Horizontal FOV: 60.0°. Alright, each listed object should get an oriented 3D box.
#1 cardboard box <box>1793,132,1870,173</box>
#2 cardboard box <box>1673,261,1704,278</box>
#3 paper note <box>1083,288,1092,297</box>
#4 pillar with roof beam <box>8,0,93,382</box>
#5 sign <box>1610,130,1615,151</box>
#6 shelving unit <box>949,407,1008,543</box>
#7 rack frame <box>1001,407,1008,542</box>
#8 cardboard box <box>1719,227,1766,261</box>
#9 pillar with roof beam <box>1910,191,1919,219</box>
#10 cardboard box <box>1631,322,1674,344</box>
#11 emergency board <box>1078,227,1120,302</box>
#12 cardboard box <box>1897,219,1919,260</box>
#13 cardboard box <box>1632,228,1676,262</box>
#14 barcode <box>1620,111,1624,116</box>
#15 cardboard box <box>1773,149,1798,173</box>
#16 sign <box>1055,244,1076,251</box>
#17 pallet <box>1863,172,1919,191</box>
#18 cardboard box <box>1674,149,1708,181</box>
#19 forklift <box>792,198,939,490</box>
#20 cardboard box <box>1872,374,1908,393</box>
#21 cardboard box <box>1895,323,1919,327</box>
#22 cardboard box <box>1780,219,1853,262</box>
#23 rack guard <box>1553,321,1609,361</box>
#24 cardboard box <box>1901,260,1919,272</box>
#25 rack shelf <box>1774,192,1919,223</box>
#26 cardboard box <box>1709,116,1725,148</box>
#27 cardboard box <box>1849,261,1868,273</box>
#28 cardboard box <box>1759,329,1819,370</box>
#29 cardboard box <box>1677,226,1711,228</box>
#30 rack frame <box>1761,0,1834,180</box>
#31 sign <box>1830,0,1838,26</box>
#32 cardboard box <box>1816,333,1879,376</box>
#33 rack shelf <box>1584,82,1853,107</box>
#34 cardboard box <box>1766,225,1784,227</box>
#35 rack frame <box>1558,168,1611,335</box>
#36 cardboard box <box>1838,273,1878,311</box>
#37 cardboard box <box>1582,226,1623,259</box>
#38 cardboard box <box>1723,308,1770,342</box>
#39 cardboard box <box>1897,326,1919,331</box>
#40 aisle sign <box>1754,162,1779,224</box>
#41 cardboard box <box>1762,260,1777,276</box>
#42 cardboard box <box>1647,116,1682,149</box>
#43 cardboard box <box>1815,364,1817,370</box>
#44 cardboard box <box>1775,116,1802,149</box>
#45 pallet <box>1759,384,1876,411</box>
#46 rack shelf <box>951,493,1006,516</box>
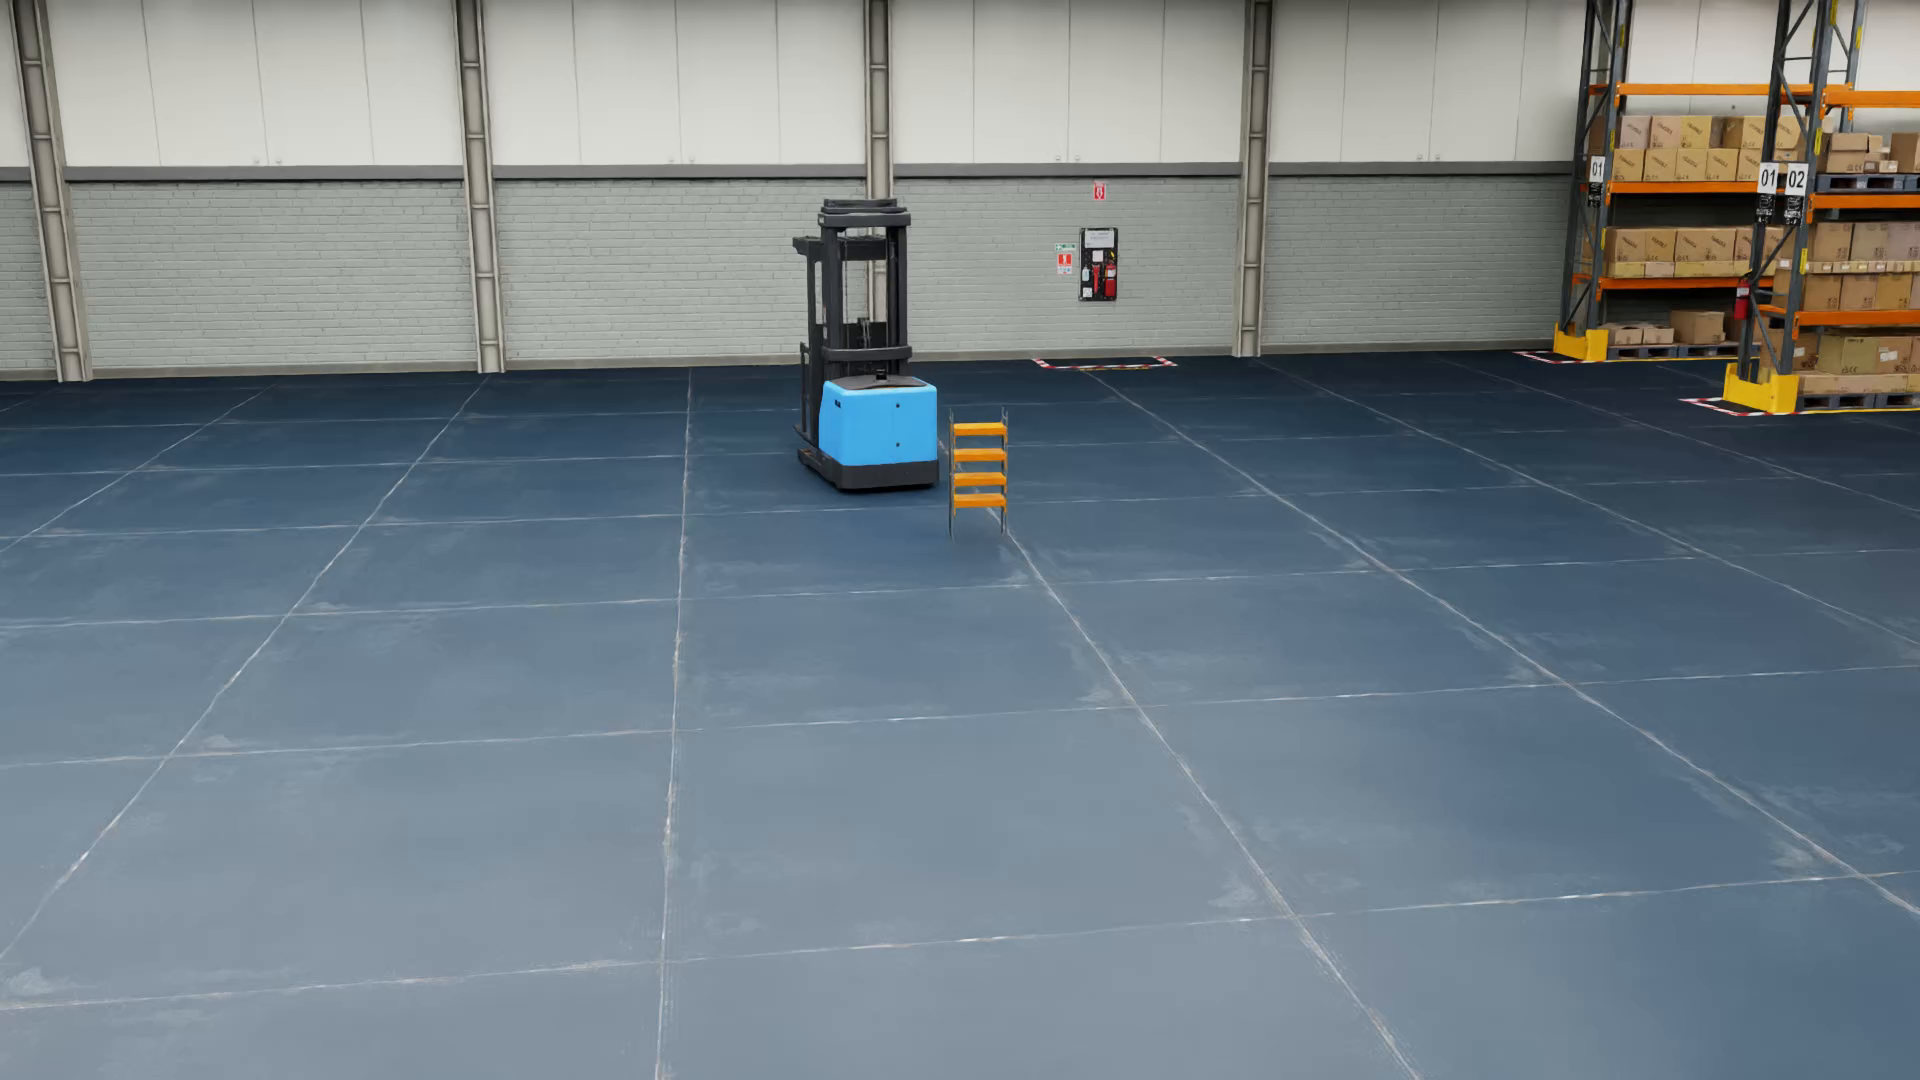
[{"bbox_3d":[11.368,-5.065,21.723,0.637,0.503,0.797,-1,14,-4],"label":"cardboard box"},{"bbox_3d":[11.603,-4.378,26.779,0.500,0.250,0.500,-2,14,-9],"label":"cardboard box"},{"bbox_3d":[2.053,-3.979,26.732,0.142,0.148,0.016,-2,14,-8],"label":"paper note"},{"bbox_3d":[-12.470,-5.698,19.444,0.400,9.000,9.100,-2,14,-8],"label":"pillar with roof beam"},{"bbox_3d":[10.138,-6.209,25.849,0.005,0.325,0.100,-2,14,-8],"label":"sign"},{"bbox_3d":[0.164,-0.588,15.100,0.503,1.200,0.258,-2,14,-8],"label":"shelving unit"},{"bbox_3d":[0.405,-0.597,15.135,0.015,1.200,0.240,-2,14,-8],"label":"rack frame"},{"bbox_3d":[12.599,-4.779,26.838,0.500,0.500,0.500,-3,14,-10],"label":"cardboard box"},{"bbox_3d":[17.195,-6.786,23.780,0.400,9.000,9.100,-2,14,-8],"label":"pillar with roof beam"},{"bbox_3d":[11.319,-3.394,27.210,0.500,0.311,0.500,-1,14,-4],"label":"cardboard box"},{"bbox_3d":[2.238,-4.396,26.584,0.643,1.169,0.194,-2,14,-8],"label":"emergency board"},{"bbox_3d":[12.828,-4.019,22.210,0.500,0.500,0.700,-2,14,-8],"label":"cardboard box"},{"bbox_3d":[11.064,-4.721,26.608,0.500,0.500,0.500,-2,14,-8],"label":"cardboard box"},{"bbox_3d":[10.685,-6.886,26.851,0.075,0.075,0.001,-2,14,-8],"label":"barcode"},{"bbox_3d":[13.048,-6.025,26.668,0.500,0.500,0.500,-3,14,-13],"label":"cardboard box"},{"bbox_3d":[1.682,-4.673,26.526,0.331,0.109,0.001,-2,14,-8],"label":"sign"},{"bbox_3d":[12.711,-4.745,21.993,1.213,0.211,1.003,-2,14,-8],"label":"pallet"},{"bbox_3d":[11.474,-5.956,26.392,0.500,0.500,0.500,-1,14,-6],"label":"cardboard box"},{"bbox_3d":[-1.182,-2.257,18.195,1.130,2.935,3.031,-5,15,-18],"label":"forklift"},{"bbox_3d":[12.351,-2.142,22.385,0.500,0.250,0.500,-2,14,-8],"label":"cardboard box"},{"bbox_3d":[15.752,-3.676,27.949,0.500,0.500,0.700,-2,14,-8],"label":"cardboard box"},{"bbox_3d":[11.315,-3.962,21.983,0.500,0.500,0.700,-2,14,-8],"label":"cardboard box"},{"bbox_3d":[10.132,-3.251,27.156,0.348,0.500,1.175,-2,14,-8],"label":"rack guard"},{"bbox_3d":[12.492,-3.642,22.037,0.250,0.149,0.380,-2,14,-9],"label":"cardboard box"},{"bbox_3d":[12.777,-4.447,22.101,4.000,0.370,1.077,-2,14,-8],"label":"rack shelf"},{"bbox_3d":[11.972,-6.588,26.857,0.500,0.500,0.500,-2,14,-8],"label":"cardboard box"},{"bbox_3d":[11.727,-3.613,21.924,0.250,0.149,0.380,-2,14,-8],"label":"cardboard box"},{"bbox_3d":[11.285,-2.594,22.645,0.500,0.500,0.500,-2,14,-8],"label":"cardboard box"},{"bbox_3d":[11.999,-4.883,27.252,0.500,0.500,0.500,-2,14,-8],"label":"cardboard box"},{"bbox_3d":[10.799,-6.179,21.360,0.127,3.000,1.000,-2,14,-8],"label":"rack frame"},{"bbox_3d":[10.875,-6.575,20.694,0.005,0.325,0.100,-2,14,-8],"label":"sign"},{"bbox_3d":[11.856,-2.487,22.220,0.500,0.500,0.500,-2,14,-8],"label":"cardboard box"},{"bbox_3d":[12.035,-7.092,26.488,4.000,0.370,1.077,-2,14,-8],"label":"rack shelf"},{"bbox_3d":[13.517,-4.939,27.476,0.500,0.500,0.500,-2,14,-10],"label":"cardboard box"},{"bbox_3d":[10.057,-4.460,26.841,0.127,3.000,1.000,-2,14,-8],"label":"rack frame"},{"bbox_3d":[11.781,-3.351,22.213,0.500,0.500,0.700,-2,14,-7],"label":"cardboard box"},{"bbox_3d":[10.492,-4.829,27.037,0.500,0.500,0.500,-2,14,-9],"label":"cardboard box"},{"bbox_3d":[12.992,-3.559,27.481,0.500,0.500,0.500,-3,14,-13],"label":"cardboard box"},{"bbox_3d":[13.260,-2.670,22.949,0.500,0.500,0.500,-2,14,-8],"label":"cardboard box"},{"bbox_3d":[10.690,-4.598,22.046,0.004,0.787,0.394,-2,14,-8],"label":"aisle sign"},{"bbox_3d":[13.095,-4.436,27.011,0.500,0.250,0.500,-2,14,-8],"label":"cardboard box"},{"bbox_3d":[10.978,-6.420,26.186,0.500,0.500,0.500,-2,14,-9],"label":"cardboard box"},{"bbox_3d":[11.778,-2.250,22.818,0.500,0.250,0.500,-2,14,-8],"label":"cardboard box"},{"bbox_3d":[13.014,-6.497,26.495,0.500,0.500,0.500,-1,14,-5],"label":"cardboard box"},{"bbox_3d":[11.549,-1.954,22.580,1.213,0.211,1.003,-2,14,-8],"label":"pallet"},{"bbox_3d":[0.164,-0.330,15.164,0.480,0.148,0.258,-2,14,-8],"label":"rack shelf"}]
